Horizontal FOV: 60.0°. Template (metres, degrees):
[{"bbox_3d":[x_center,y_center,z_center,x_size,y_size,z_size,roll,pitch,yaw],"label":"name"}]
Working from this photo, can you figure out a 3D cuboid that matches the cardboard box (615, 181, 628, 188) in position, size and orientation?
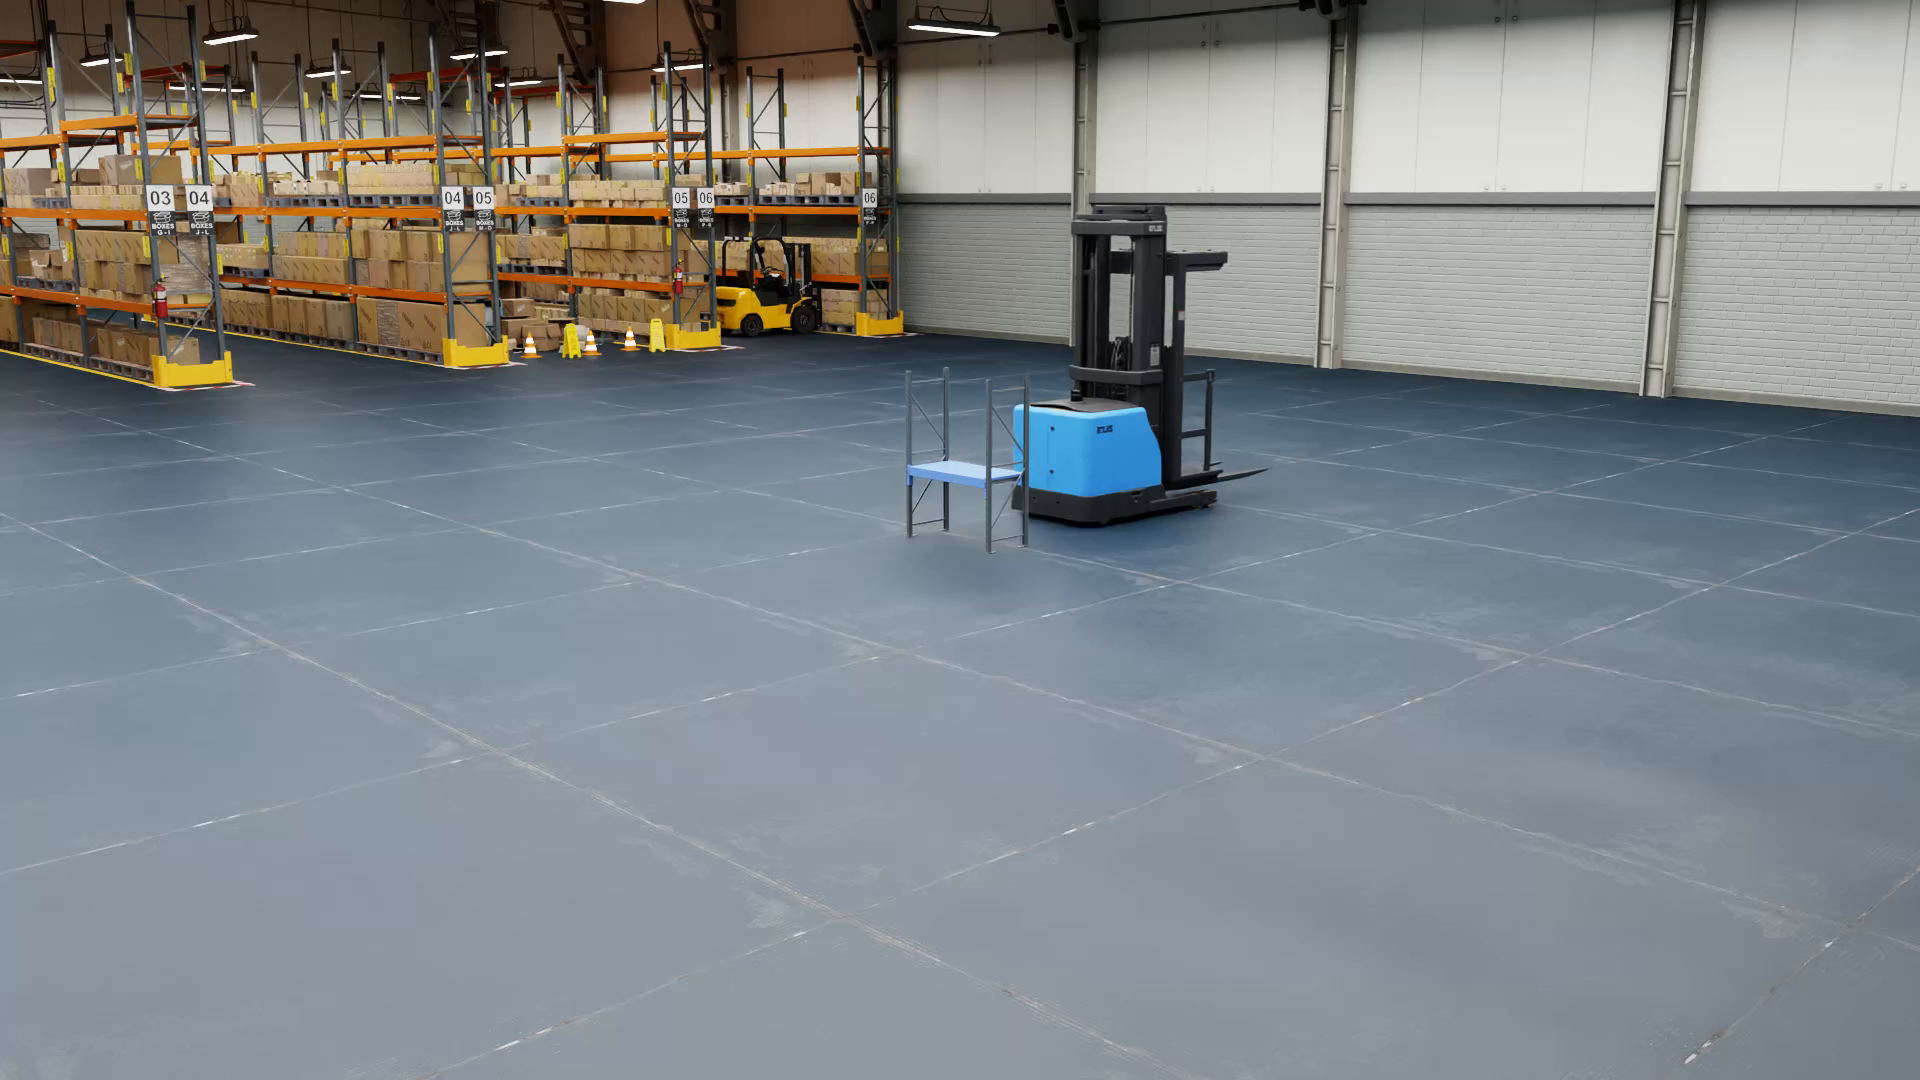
[{"bbox_3d":[-6.934,-7.378,34.503,0.380,0.149,0.250,-10,16,-41],"label":"cardboard box"}]

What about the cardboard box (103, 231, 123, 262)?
[{"bbox_3d":[-14.162,-4.983,28.202,0.500,0.500,0.500,-11,16,-43],"label":"cardboard box"}]

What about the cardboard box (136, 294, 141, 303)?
[{"bbox_3d":[-13.461,-4.028,27.650,0.380,0.149,0.250,-11,16,-43],"label":"cardboard box"}]

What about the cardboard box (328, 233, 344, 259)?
[{"bbox_3d":[-12.380,-5.979,33.771,0.700,0.500,0.500,-11,16,-43],"label":"cardboard box"}]

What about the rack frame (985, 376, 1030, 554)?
[{"bbox_3d":[0.410,-0.648,14.340,0.500,1.500,0.032,-11,16,-43],"label":"rack frame"}]

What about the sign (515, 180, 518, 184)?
[{"bbox_3d":[-10.535,-8.380,39.435,0.100,0.325,0.005,-11,16,-43],"label":"sign"}]

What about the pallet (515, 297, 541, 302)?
[{"bbox_3d":[-12.262,-6.948,48.115,1.003,0.211,1.213,-11,16,-43],"label":"pallet"}]

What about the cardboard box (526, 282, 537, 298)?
[{"bbox_3d":[-11.950,-7.190,47.532,0.700,0.500,0.500,-10,15,-40],"label":"cardboard box"}]

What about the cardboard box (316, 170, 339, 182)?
[{"bbox_3d":[-13.036,-7.435,34.598,0.500,0.500,0.500,-11,16,-43],"label":"cardboard box"}]

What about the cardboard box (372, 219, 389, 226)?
[{"bbox_3d":[-14.971,-8.218,43.033,0.380,0.149,0.250,-11,16,-44],"label":"cardboard box"}]

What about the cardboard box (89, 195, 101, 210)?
[{"bbox_3d":[-14.504,-5.761,28.378,0.500,0.250,0.500,11,16,43],"label":"cardboard box"}]

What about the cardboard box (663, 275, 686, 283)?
[{"bbox_3d":[-5.817,-5.316,33.903,0.380,0.149,0.250,-10,15,-41],"label":"cardboard box"}]

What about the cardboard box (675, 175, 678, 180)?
[{"bbox_3d":[-7.017,-8.907,41.741,0.500,0.500,0.500,-11,16,-42],"label":"cardboard box"}]

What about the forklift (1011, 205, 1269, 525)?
[{"bbox_3d":[1.912,-1.805,16.408,3.031,2.935,1.130,-11,16,-42],"label":"forklift"}]

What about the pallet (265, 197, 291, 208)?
[{"bbox_3d":[-13.956,-7.167,35.301,1.213,0.211,1.003,-10,15,-40],"label":"pallet"}]

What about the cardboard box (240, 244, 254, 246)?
[{"bbox_3d":[-16.238,-6.688,38.049,0.380,0.149,0.250,-11,16,-43],"label":"cardboard box"}]

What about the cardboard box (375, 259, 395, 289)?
[{"bbox_3d":[-10.729,-5.142,32.067,0.875,0.550,0.550,-11,16,-43],"label":"cardboard box"}]

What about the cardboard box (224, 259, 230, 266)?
[{"bbox_3d":[-16.184,-6.195,37.129,0.250,0.149,0.380,11,16,43],"label":"cardboard box"}]

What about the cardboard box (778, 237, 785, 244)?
[{"bbox_3d":[-4.041,-7.001,38.868,0.380,0.149,0.250,-10,16,-41],"label":"cardboard box"}]

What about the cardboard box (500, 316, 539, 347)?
[{"bbox_3d":[-9.100,-4.297,34.185,0.797,0.637,0.503,-11,16,-43],"label":"cardboard box"}]

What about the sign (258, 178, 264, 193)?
[{"bbox_3d":[-14.833,-7.524,35.285,0.100,0.325,0.005,-11,16,-43],"label":"sign"}]

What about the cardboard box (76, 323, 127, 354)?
[{"bbox_3d":[-15.742,-3.701,30.546,0.500,0.500,0.700,10,15,41],"label":"cardboard box"}]

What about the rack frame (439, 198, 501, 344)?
[{"bbox_3d":[-8.914,-4.710,30.338,1.000,3.000,0.127,-11,16,-43],"label":"rack frame"}]

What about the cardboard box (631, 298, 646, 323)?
[{"bbox_3d":[-6.509,-4.797,34.676,0.500,0.500,0.500,-10,15,-40],"label":"cardboard box"}]

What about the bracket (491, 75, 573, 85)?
[{"bbox_3d":[-12.255,-13.173,47.631,0.076,0.066,4.783,-11,16,-43],"label":"bracket"}]

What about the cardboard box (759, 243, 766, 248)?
[{"bbox_3d":[-4.549,-6.974,39.472,0.380,0.149,0.250,-11,16,-43],"label":"cardboard box"}]

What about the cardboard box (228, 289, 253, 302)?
[{"bbox_3d":[-16.163,-5.513,37.531,0.500,0.250,0.500,-10,15,-40],"label":"cardboard box"}]

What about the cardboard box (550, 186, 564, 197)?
[{"bbox_3d":[-8.674,-7.664,36.577,0.500,0.250,0.500,-11,16,-44],"label":"cardboard box"}]

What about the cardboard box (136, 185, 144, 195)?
[{"bbox_3d":[-12.989,-5.621,26.713,0.380,0.149,0.250,-11,16,-43],"label":"cardboard box"}]

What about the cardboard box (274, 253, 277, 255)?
[{"bbox_3d":[-15.003,-6.282,36.814,0.250,0.149,0.380,11,16,43],"label":"cardboard box"}]

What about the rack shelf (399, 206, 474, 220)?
[{"bbox_3d":[-12.310,-7.991,40.611,1.077,0.370,4.000,-11,16,-43],"label":"rack shelf"}]

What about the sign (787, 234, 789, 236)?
[{"bbox_3d":[-4.178,-7.231,40.232,0.100,0.325,0.005,-11,16,-43],"label":"sign"}]

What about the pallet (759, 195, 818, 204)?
[{"bbox_3d":[-3.971,-7.995,39.071,1.003,0.211,1.213,-11,16,-43],"label":"pallet"}]

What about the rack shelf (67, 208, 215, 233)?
[{"bbox_3d":[-13.952,-5.442,28.241,1.077,0.370,4.000,-11,16,-43],"label":"rack shelf"}]

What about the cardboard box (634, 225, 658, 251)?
[{"bbox_3d":[-6.259,-6.218,34.194,0.700,0.500,0.500,-11,16,-42],"label":"cardboard box"}]

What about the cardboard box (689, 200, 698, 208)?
[{"bbox_3d":[-5.398,-6.854,33.935,0.380,0.149,0.250,-11,16,-42],"label":"cardboard box"}]

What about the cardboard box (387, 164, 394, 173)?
[{"bbox_3d":[-10.446,-6.926,31.017,0.380,0.149,0.250,-11,16,-42],"label":"cardboard box"}]

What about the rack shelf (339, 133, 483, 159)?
[{"bbox_3d":[-10.295,-7.392,31.262,1.077,0.370,4.000,-11,16,-43],"label":"rack shelf"}]

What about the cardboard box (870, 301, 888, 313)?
[{"bbox_3d":[-1.991,-5.308,37.776,0.500,0.250,0.500,-11,16,-42],"label":"cardboard box"}]

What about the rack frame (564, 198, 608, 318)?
[{"bbox_3d":[-8.166,-5.998,36.591,1.000,3.000,0.127,-11,16,-43],"label":"rack frame"}]

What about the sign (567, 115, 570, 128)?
[{"bbox_3d":[-10.509,-11.219,44.557,0.100,0.325,0.005,-11,16,-43],"label":"sign"}]

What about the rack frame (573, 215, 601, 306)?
[{"bbox_3d":[-10.103,-7.858,45.618,1.000,3.000,0.127,-11,16,-43],"label":"rack frame"}]

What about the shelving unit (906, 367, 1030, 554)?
[{"bbox_3d":[0.059,-0.722,14.700,0.538,1.500,1.048,-11,16,-43],"label":"shelving unit"}]

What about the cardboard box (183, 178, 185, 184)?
[{"bbox_3d":[-18.004,-8.371,38.822,0.380,0.149,0.250,-11,16,-43],"label":"cardboard box"}]

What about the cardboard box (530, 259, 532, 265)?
[{"bbox_3d":[-9.523,-6.321,37.740,0.250,0.149,0.380,11,16,43],"label":"cardboard box"}]

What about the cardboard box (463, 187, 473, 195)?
[{"bbox_3d":[-8.919,-6.405,30.468,0.380,0.149,0.250,-11,16,-42],"label":"cardboard box"}]

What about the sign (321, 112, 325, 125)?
[{"bbox_3d":[-16.859,-11.146,44.005,0.100,0.325,0.005,-11,16,-43],"label":"sign"}]

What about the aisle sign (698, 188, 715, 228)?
[{"bbox_3d":[-5.137,-6.722,33.661,0.394,0.787,0.004,-11,16,-43],"label":"aisle sign"}]

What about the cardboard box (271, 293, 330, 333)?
[{"bbox_3d":[-14.083,-4.880,35.697,1.050,0.750,0.750,-11,16,-43],"label":"cardboard box"}]

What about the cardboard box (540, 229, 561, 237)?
[{"bbox_3d":[-9.134,-6.851,37.097,0.250,0.149,0.380,11,16,43],"label":"cardboard box"}]

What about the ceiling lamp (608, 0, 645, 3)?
[{"bbox_3d":[-5.263,-9.348,23.519,2.000,3.185,0.800,-11,16,-43],"label":"ceiling lamp"}]
